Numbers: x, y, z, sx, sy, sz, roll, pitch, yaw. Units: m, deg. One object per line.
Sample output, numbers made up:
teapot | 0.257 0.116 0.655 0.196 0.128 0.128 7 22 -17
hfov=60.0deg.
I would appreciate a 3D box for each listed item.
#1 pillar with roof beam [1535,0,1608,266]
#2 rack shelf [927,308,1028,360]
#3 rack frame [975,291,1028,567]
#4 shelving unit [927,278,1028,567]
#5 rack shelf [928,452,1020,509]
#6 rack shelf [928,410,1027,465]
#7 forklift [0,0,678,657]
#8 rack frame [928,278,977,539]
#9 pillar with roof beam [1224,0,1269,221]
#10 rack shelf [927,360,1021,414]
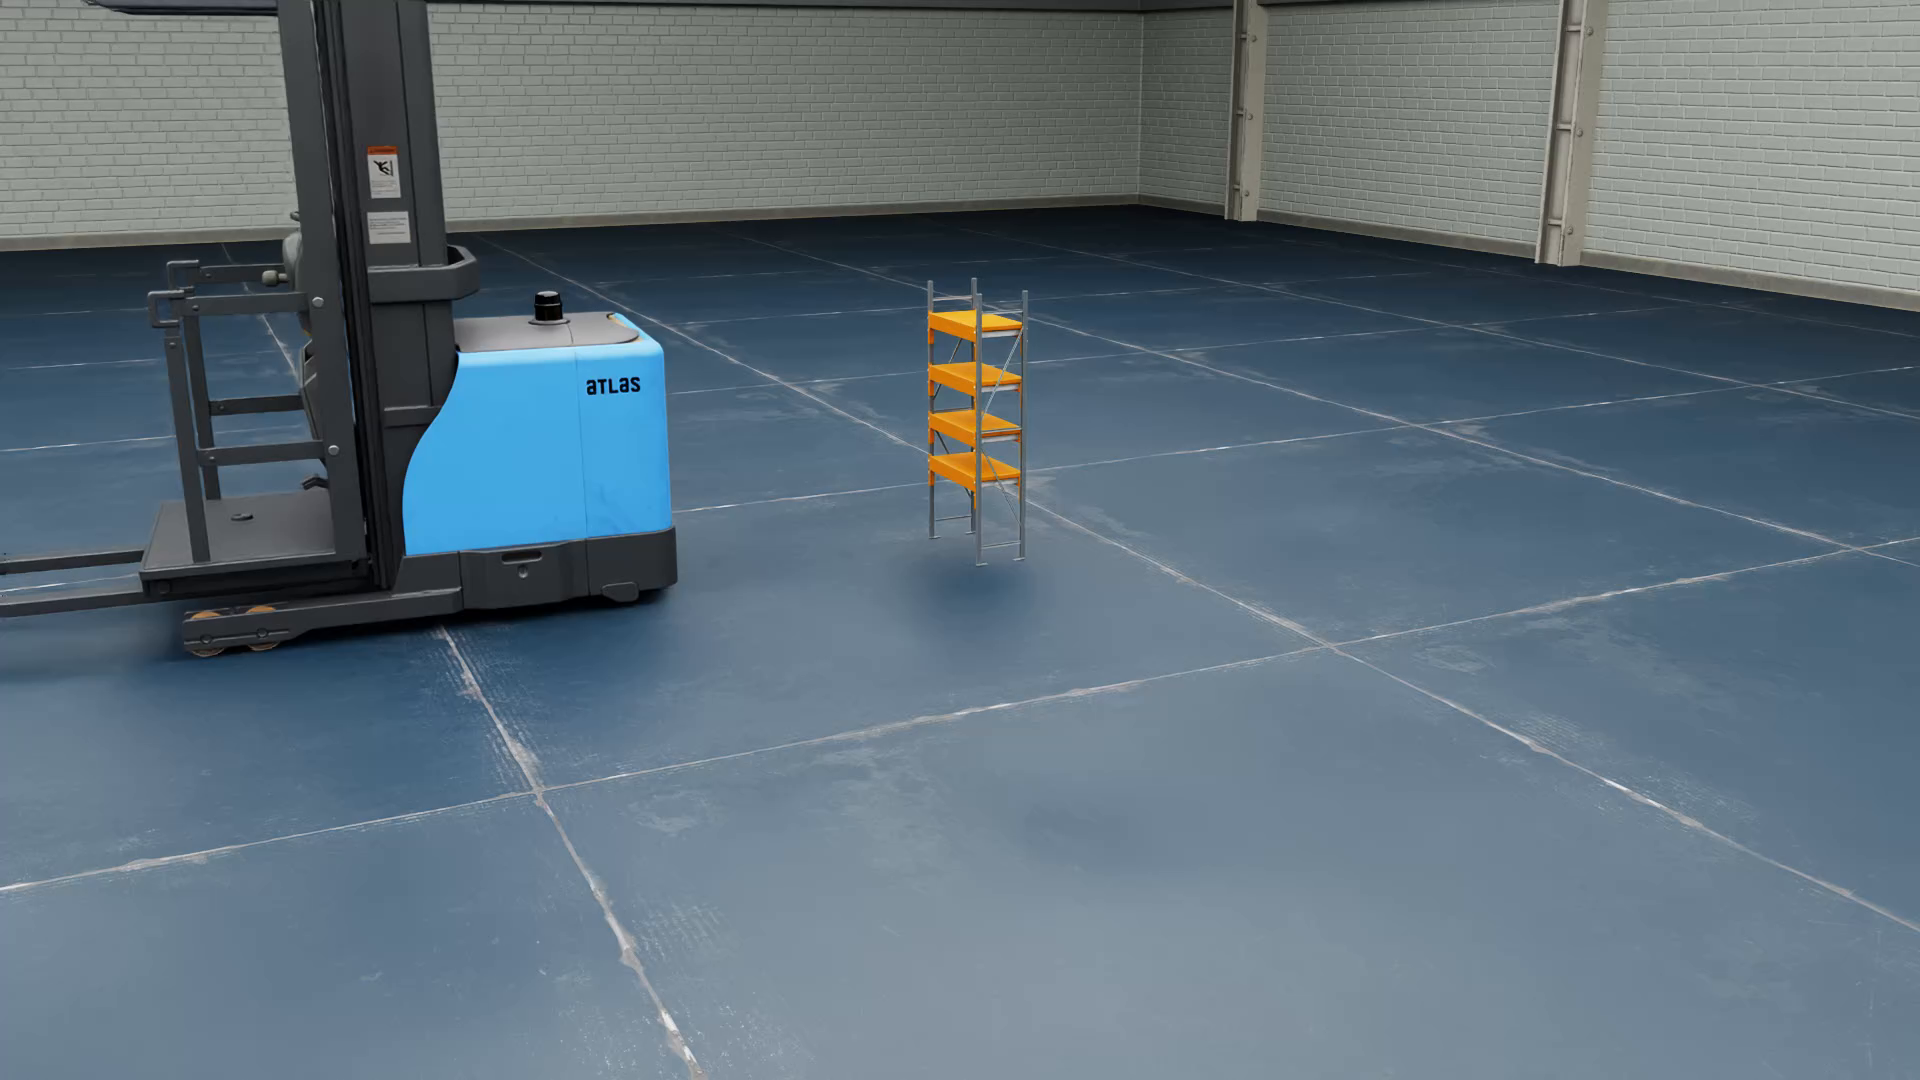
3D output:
pillar with roof beam | 2.748 -6.863 15.351 9.100 9.000 0.400 -8 18 -25
rack shelf | 0.073 -0.913 7.334 0.258 0.148 0.480 -8 18 -25
rack frame | 0.179 -0.475 7.231 0.240 1.200 0.015 -8 18 -25
shelving unit | 0.073 -0.536 7.442 0.258 1.200 0.503 -8 18 -25
rack shelf | 0.073 -0.280 7.515 0.258 0.148 0.480 -8 18 -25
rack shelf | 0.073 -0.471 7.461 0.258 0.148 0.480 -8 18 -25
forklift | -2.741 -1.136 6.395 3.031 2.935 1.130 -6 17 -20
rack frame | -0.034 -0.596 7.653 0.240 1.200 0.015 -8 18 -25
pillar with roof beam | 0.120 -8.351 20.536 9.100 9.000 0.400 -8 18 -25
rack shelf | 0.073 -0.686 7.399 0.258 0.148 0.480 -8 18 -25
